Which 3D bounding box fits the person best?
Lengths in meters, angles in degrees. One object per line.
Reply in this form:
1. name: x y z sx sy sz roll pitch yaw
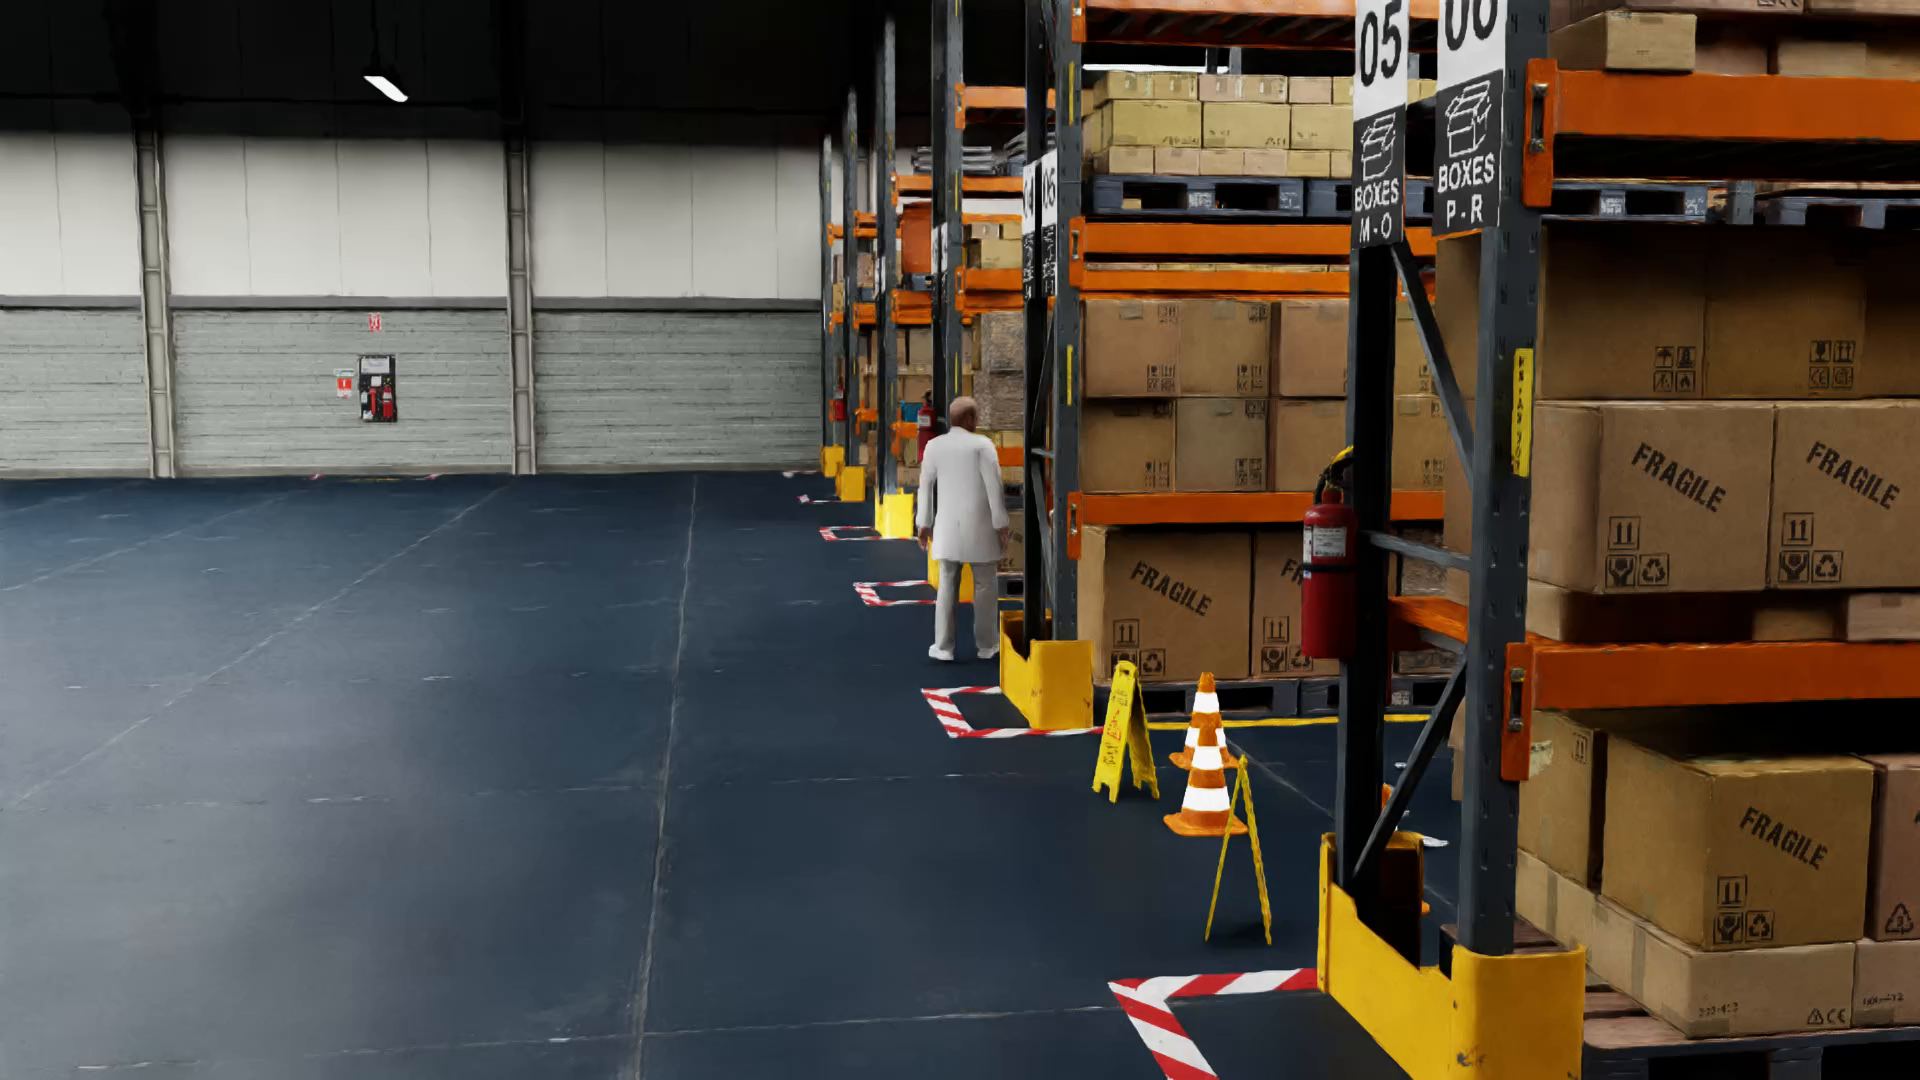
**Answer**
1. person: 0.042 -0.090 11.340 0.686 1.783 0.566 2 7 21
